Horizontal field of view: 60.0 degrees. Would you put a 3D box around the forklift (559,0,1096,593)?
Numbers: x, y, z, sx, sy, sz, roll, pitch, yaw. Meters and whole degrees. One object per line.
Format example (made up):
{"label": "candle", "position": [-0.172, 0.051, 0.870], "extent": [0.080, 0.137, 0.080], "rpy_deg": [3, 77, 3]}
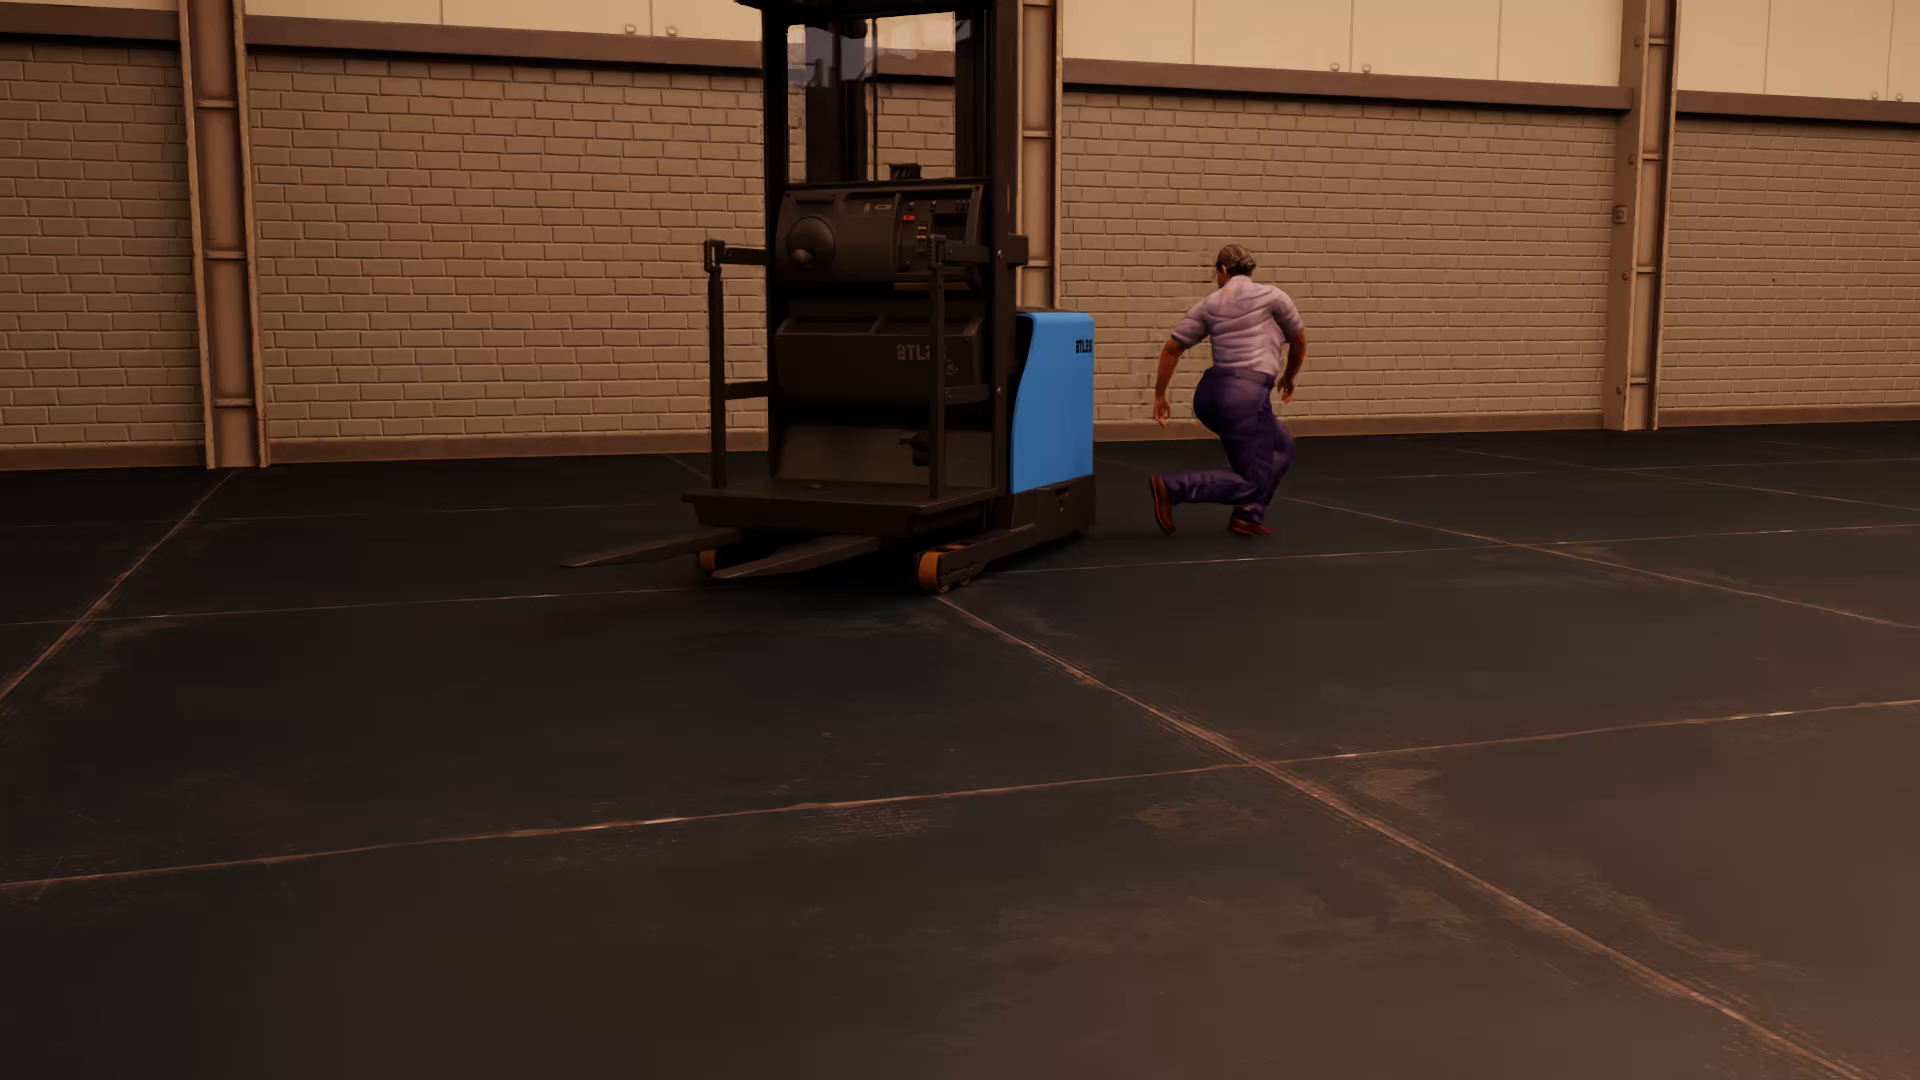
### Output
{"label": "forklift", "position": [-0.427, -1.313, 6.698], "extent": [1.130, 2.935, 3.031], "rpy_deg": [4, 9, 24]}

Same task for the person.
{"label": "person", "position": [1.273, -0.702, 8.009], "extent": [0.846, 1.432, 0.589], "rpy_deg": [-4, 9, -25]}
